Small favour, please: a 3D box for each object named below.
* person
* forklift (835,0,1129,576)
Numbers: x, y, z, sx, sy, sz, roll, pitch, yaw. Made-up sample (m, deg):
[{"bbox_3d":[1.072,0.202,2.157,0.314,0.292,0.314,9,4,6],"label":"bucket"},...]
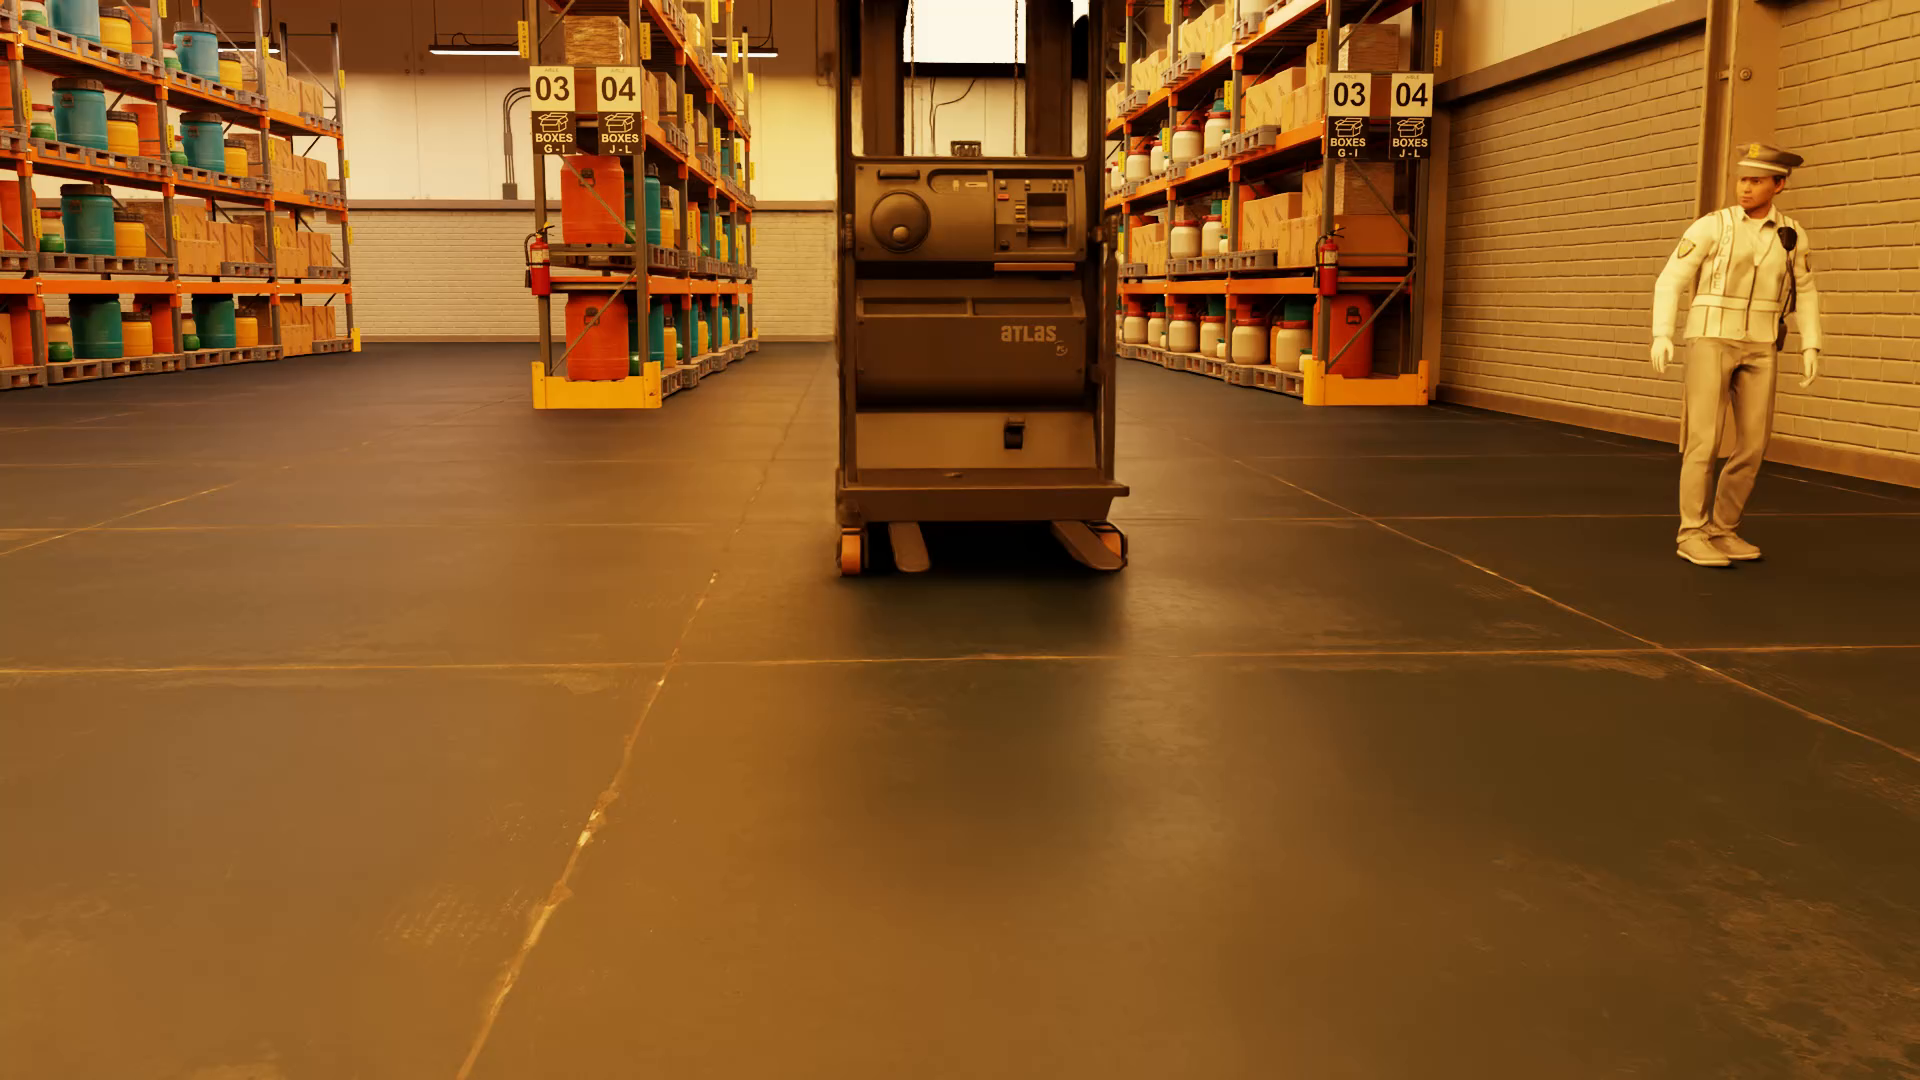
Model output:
[{"bbox_3d":[3.129,-0.739,6.650,0.677,1.660,0.451,0,8,0],"label":"person"},{"bbox_3d":[0.061,-1.359,6.483,1.130,2.935,3.031,-1,8,-4],"label":"forklift"}]
